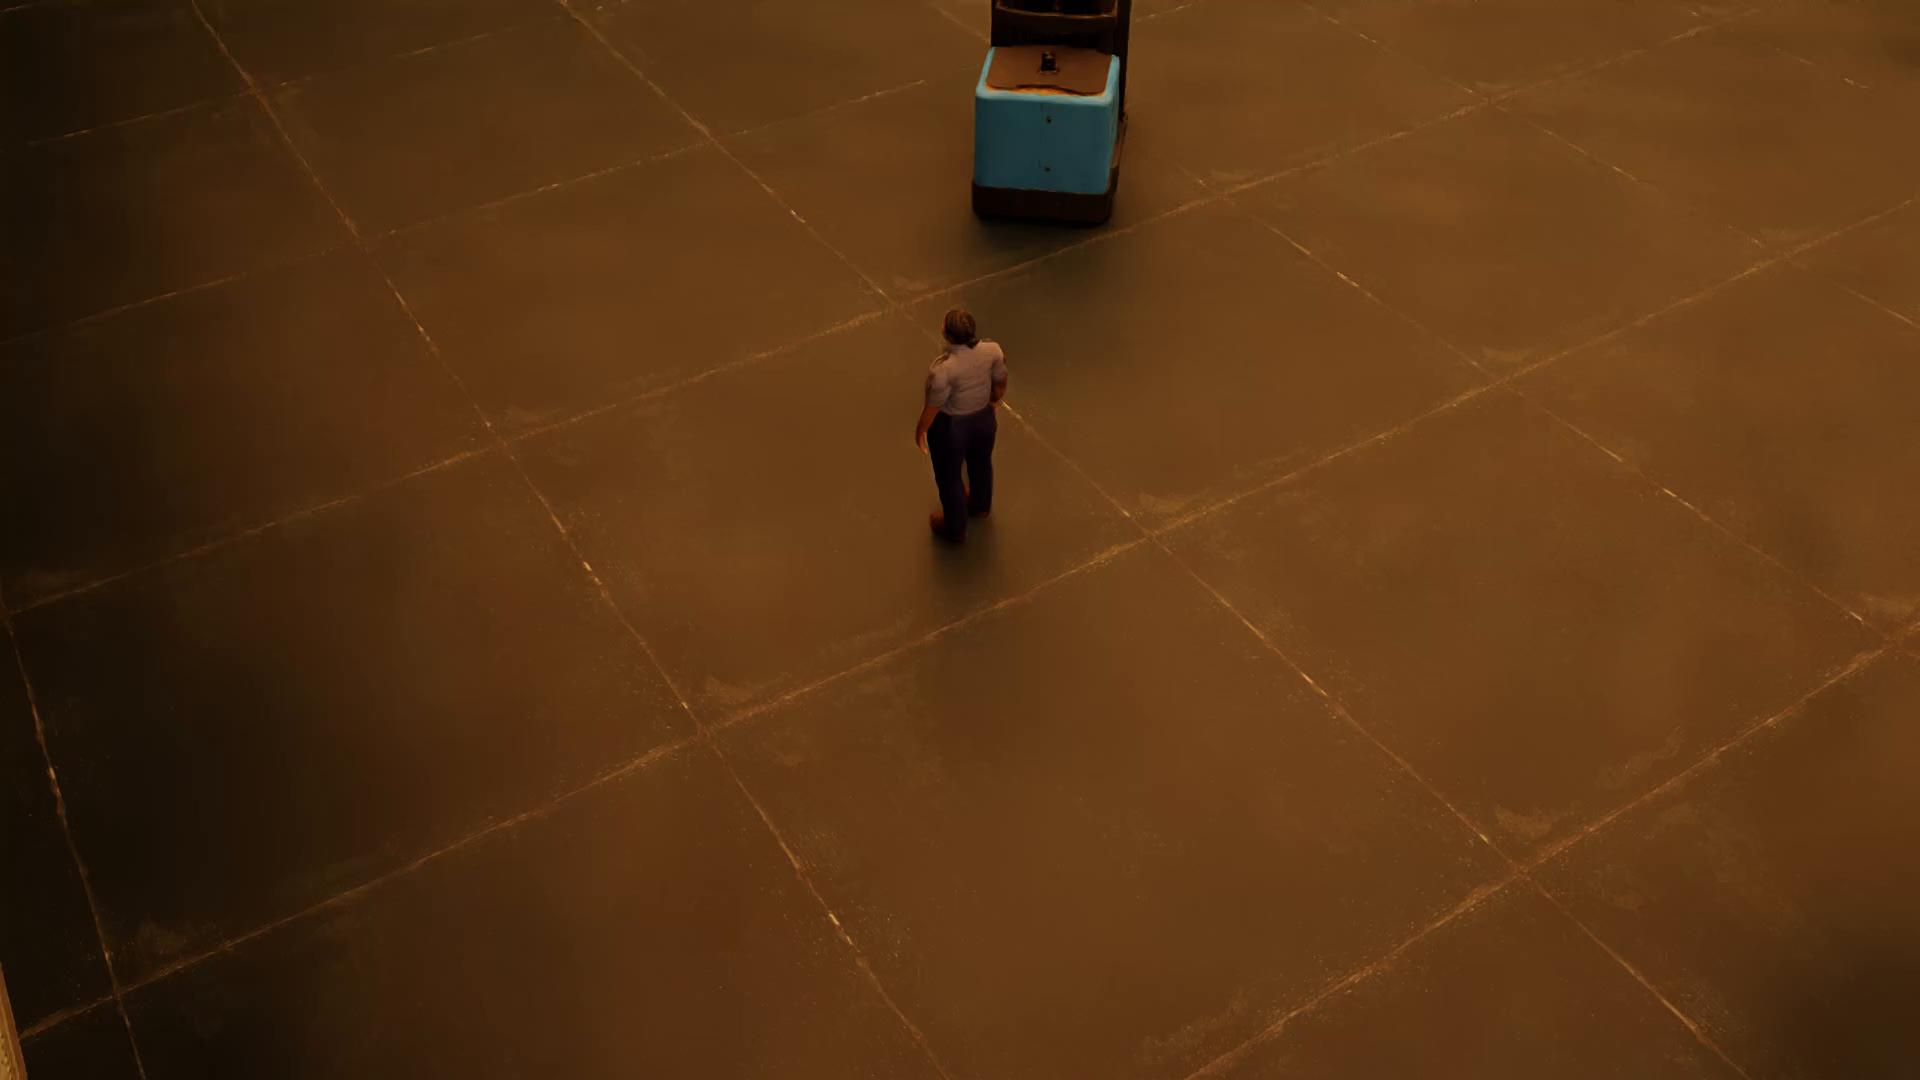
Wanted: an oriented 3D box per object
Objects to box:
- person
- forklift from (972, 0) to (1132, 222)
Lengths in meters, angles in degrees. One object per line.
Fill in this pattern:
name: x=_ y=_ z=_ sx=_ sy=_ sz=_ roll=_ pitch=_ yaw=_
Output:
person: x=-0.029 y=-0.713 z=9.591 sx=0.599 sy=1.650 sz=0.503 roll=-23 pitch=46 yaw=-24
forklift: x=0.830 y=-4.518 z=13.041 sx=1.130 sy=2.935 sz=3.031 roll=6 pitch=41 yaw=7
